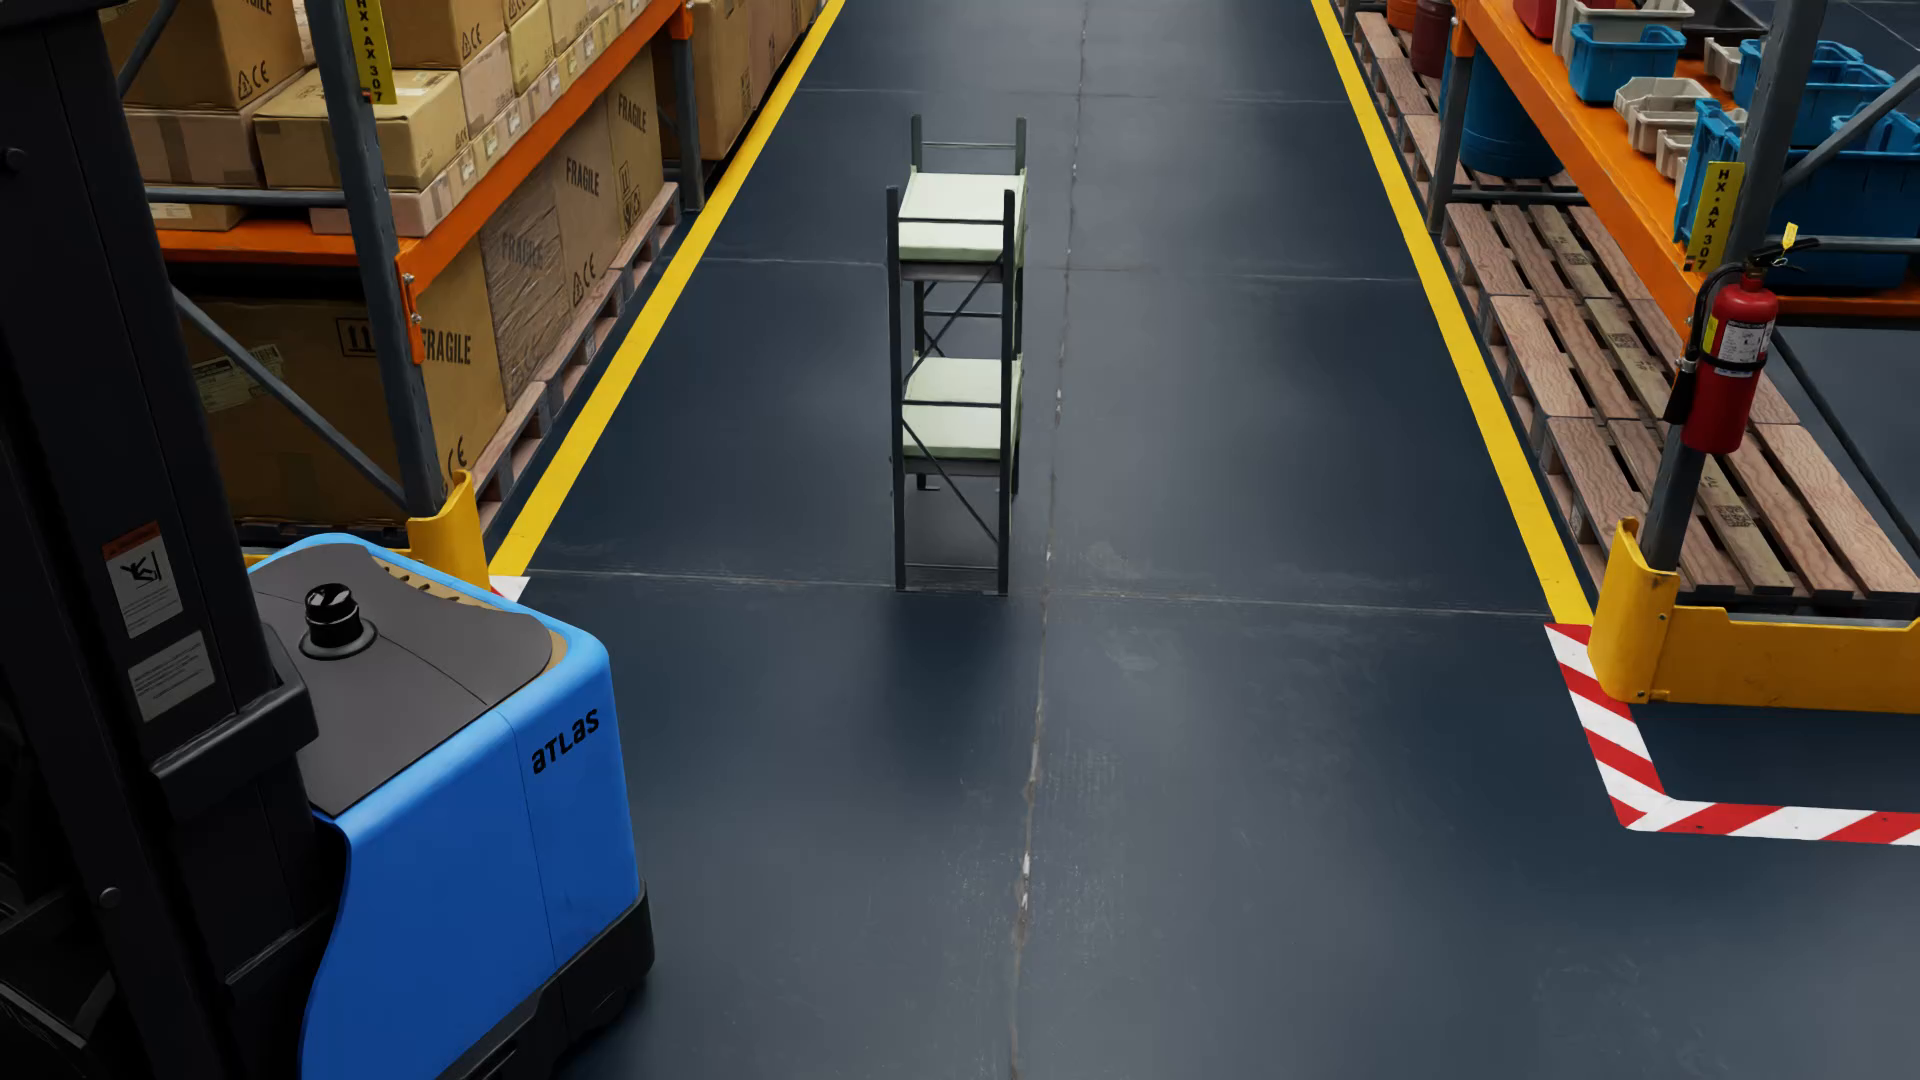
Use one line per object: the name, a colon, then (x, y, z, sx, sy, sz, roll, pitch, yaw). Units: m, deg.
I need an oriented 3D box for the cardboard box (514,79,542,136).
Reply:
cardboard box: (-1.809, -1.642, 6.295, 0.380, 0.149, 0.250, 2, 32, 3)

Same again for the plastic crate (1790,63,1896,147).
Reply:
plastic crate: (3.143, -1.587, 6.068, 0.416, 0.233, 0.300, 2, 32, 4)

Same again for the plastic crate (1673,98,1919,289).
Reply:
plastic crate: (2.529, -1.052, 5.008, 0.616, 0.435, 0.499, 2, 32, 4)

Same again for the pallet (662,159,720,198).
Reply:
pallet: (-1.936, -2.352, 9.865, 1.003, 0.211, 1.213, 2, 32, 4)

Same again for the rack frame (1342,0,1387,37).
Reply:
rack frame: (3.339, -5.012, 11.524, 1.000, 3.000, 0.127, 2, 32, 4)

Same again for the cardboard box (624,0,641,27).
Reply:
cardboard box: (-1.684, -2.448, 7.603, 0.380, 0.149, 0.250, 3, 32, 5)

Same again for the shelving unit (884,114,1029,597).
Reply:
shelving unit: (0.001, -0.642, 5.862, 0.431, 1.500, 0.755, 2, 32, 4)

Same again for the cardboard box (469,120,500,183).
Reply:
cardboard box: (-1.851, -1.373, 5.858, 0.380, 0.149, 0.250, 2, 32, 3)

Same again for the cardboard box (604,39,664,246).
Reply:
cardboard box: (-2.057, -2.065, 8.366, 0.875, 0.875, 0.875, 2, 32, 4)

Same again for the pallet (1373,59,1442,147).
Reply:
pallet: (3.214, -2.775, 10.551, 1.003, 0.211, 1.213, 2, 32, 4)

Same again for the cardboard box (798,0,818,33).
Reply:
cardboard box: (-1.675, -4.138, 11.730, 1.225, 0.875, 0.875, 1, 32, 2)

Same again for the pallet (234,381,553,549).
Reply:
pallet: (-2.262, -0.275, 6.495, 1.003, 0.211, 1.213, 2, 32, 4)

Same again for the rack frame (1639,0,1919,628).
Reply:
rack frame: (2.688, -0.829, 4.736, 1.000, 3.000, 0.127, 2, 32, 4)

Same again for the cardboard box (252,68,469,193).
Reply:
cardboard box: (-1.941, -1.343, 5.429, 0.500, 0.250, 0.500, 2, 32, 3)

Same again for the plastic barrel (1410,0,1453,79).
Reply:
plastic barrel: (3.224, -3.317, 10.672, 0.600, 0.588, 0.708, 2, 32, 4)

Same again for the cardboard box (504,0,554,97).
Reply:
cardboard box: (-1.861, -1.877, 6.297, 0.500, 0.250, 0.500, 1, 32, 2)

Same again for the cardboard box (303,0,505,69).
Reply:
cardboard box: (-1.900, -1.923, 5.656, 0.500, 0.500, 0.500, 2, 32, 3)

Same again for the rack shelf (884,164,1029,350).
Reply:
rack shelf: (0.001, -0.974, 5.657, 0.431, 0.370, 0.720, 2, 32, 4)

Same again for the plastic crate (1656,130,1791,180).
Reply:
plastic crate: (2.611, -1.327, 5.739, 0.396, 0.136, 0.243, 2, 32, 4)

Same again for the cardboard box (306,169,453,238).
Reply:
cardboard box: (-1.891, -1.105, 5.423, 0.380, 0.149, 0.250, 3, 32, 5)

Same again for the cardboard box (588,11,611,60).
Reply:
cardboard box: (-1.726, -2.180, 7.167, 0.380, 0.149, 0.250, 2, 32, 3)

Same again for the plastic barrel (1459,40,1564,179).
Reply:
plastic barrel: (3.074, -2.490, 9.031, 0.600, 0.901, 0.708, 2, 32, 4)

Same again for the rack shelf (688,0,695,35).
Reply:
rack shelf: (-1.760, -3.871, 10.359, 1.077, 0.370, 4.000, 2, 32, 4)

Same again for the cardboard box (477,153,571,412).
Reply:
cardboard box: (-2.203, -1.129, 6.847, 0.875, 0.875, 0.875, 2, 32, 4)

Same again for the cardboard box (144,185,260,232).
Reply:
cardboard box: (-2.548, -1.134, 5.470, 0.380, 0.149, 0.250, 3, 32, 5)

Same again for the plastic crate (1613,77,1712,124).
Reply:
plastic crate: (2.615, -1.629, 6.229, 0.298, 0.136, 0.250, 2, 32, 4)

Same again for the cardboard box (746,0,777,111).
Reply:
cardboard box: (-1.819, -3.209, 10.223, 1.225, 0.875, 0.875, 1, 32, 2)

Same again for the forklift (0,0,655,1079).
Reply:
forklift: (-2.011, 0.413, 2.787, 1.130, 2.935, 3.031, 18, 36, 27)

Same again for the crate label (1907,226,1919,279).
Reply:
crate label: (3.036, -0.898, 4.951, 0.416, 0.233, 0.303, 2, 32, 4)

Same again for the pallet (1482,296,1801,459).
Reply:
pallet: (2.895, -0.707, 7.197, 1.003, 0.211, 1.213, 2, 32, 4)

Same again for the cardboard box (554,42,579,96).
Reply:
cardboard box: (-1.767, -1.909, 6.729, 0.380, 0.149, 0.250, 2, 32, 3)

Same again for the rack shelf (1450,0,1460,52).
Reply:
rack shelf: (3.176, -3.660, 10.015, 1.077, 0.370, 4.000, 2, 32, 4)

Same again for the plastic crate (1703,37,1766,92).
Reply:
plastic crate: (3.171, -1.910, 6.685, 0.293, 0.136, 0.466, 2, 32, 4)

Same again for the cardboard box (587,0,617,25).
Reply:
cardboard box: (-1.779, -2.415, 7.169, 0.500, 0.250, 0.500, 3, 32, 5)

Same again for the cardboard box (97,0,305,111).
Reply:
cardboard box: (-2.471, -1.688, 5.275, 0.500, 0.500, 0.500, 3, 32, 5)

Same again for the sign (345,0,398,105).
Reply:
sign: (-1.696, -1.416, 4.788, 0.100, 0.325, 0.005, 2, 32, 4)

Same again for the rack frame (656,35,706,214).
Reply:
rack frame: (-1.923, -3.132, 8.473, 1.000, 3.000, 0.127, 2, 32, 4)

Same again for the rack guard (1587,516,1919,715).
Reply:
rack guard: (2.699, 0.248, 5.370, 1.175, 0.500, 0.348, 2, 32, 4)

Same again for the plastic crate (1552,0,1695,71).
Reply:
plastic crate: (2.705, -2.105, 6.862, 0.437, 0.282, 0.530, 2, 32, 4)

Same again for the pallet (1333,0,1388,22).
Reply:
pallet: (3.441, -4.228, 12.910, 1.003, 0.211, 1.213, 2, 32, 4)

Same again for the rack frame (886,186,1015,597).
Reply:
rack frame: (-0.029, -0.451, 5.552, 0.400, 1.500, 0.023, 2, 32, 4)

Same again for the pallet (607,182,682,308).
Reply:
pallet: (-2.063, -1.551, 8.565, 1.003, 0.211, 1.213, 2, 32, 4)

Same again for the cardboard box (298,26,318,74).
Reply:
cardboard box: (-2.432, -1.633, 5.900, 0.500, 0.250, 0.500, 2, 32, 3)
